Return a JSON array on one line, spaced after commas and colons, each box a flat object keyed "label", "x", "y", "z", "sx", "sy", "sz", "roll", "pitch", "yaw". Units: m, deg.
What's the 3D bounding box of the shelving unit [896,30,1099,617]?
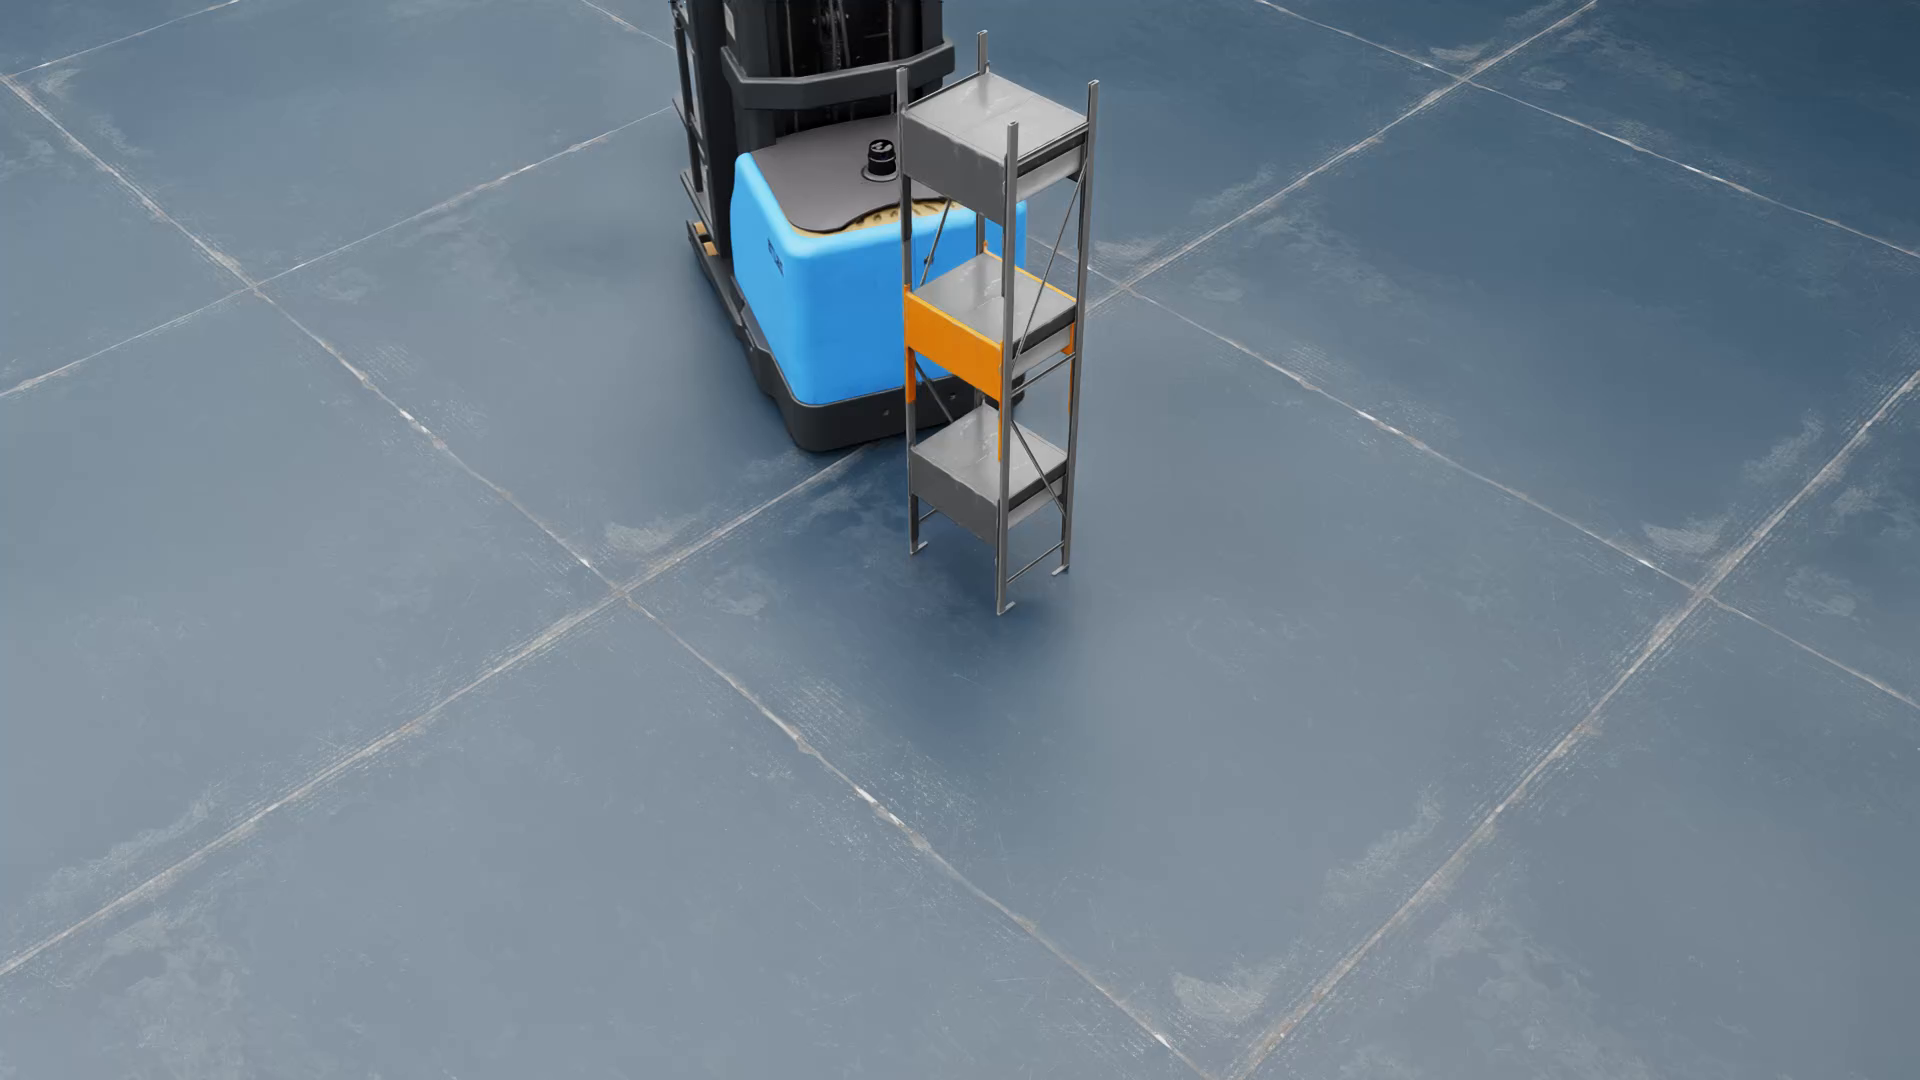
[{"label": "shelving unit", "x": 0.117, "y": -0.692, "z": 5.951, "sx": 0.431, "sy": 2.100, "sz": 0.503, "roll": -34, "pitch": 53, "yaw": -31}]

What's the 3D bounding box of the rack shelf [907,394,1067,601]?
[{"label": "rack shelf", "x": 0.117, "y": -0.167, "z": 6.436, "sx": 0.431, "sy": 0.518, "sz": 0.480, "roll": -34, "pitch": 53, "yaw": -31}]

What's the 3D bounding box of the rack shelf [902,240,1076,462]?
[{"label": "rack shelf", "x": 0.117, "y": -0.682, "z": 5.961, "sx": 0.431, "sy": 0.518, "sz": 0.480, "roll": -34, "pitch": 53, "yaw": -31}]

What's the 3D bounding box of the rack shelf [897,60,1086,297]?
[{"label": "rack shelf", "x": 0.117, "y": -1.196, "z": 5.486, "sx": 0.431, "sy": 0.518, "sz": 0.480, "roll": -34, "pitch": 53, "yaw": -31}]

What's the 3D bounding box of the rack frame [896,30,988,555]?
[{"label": "rack frame", "x": -0.055, "y": -0.809, "z": 6.078, "sx": 0.400, "sy": 2.100, "sz": 0.015, "roll": -34, "pitch": 53, "yaw": -31}]

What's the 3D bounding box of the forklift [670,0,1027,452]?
[{"label": "forklift", "x": -0.710, "y": -2.464, "z": 7.257, "sx": 1.130, "sy": 2.935, "sz": 3.031, "roll": -14, "pitch": 45, "yaw": -15}]

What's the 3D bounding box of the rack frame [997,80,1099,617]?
[{"label": "rack frame", "x": 0.289, "y": -0.574, "z": 5.824, "sx": 0.400, "sy": 2.100, "sz": 0.015, "roll": -34, "pitch": 53, "yaw": -31}]
